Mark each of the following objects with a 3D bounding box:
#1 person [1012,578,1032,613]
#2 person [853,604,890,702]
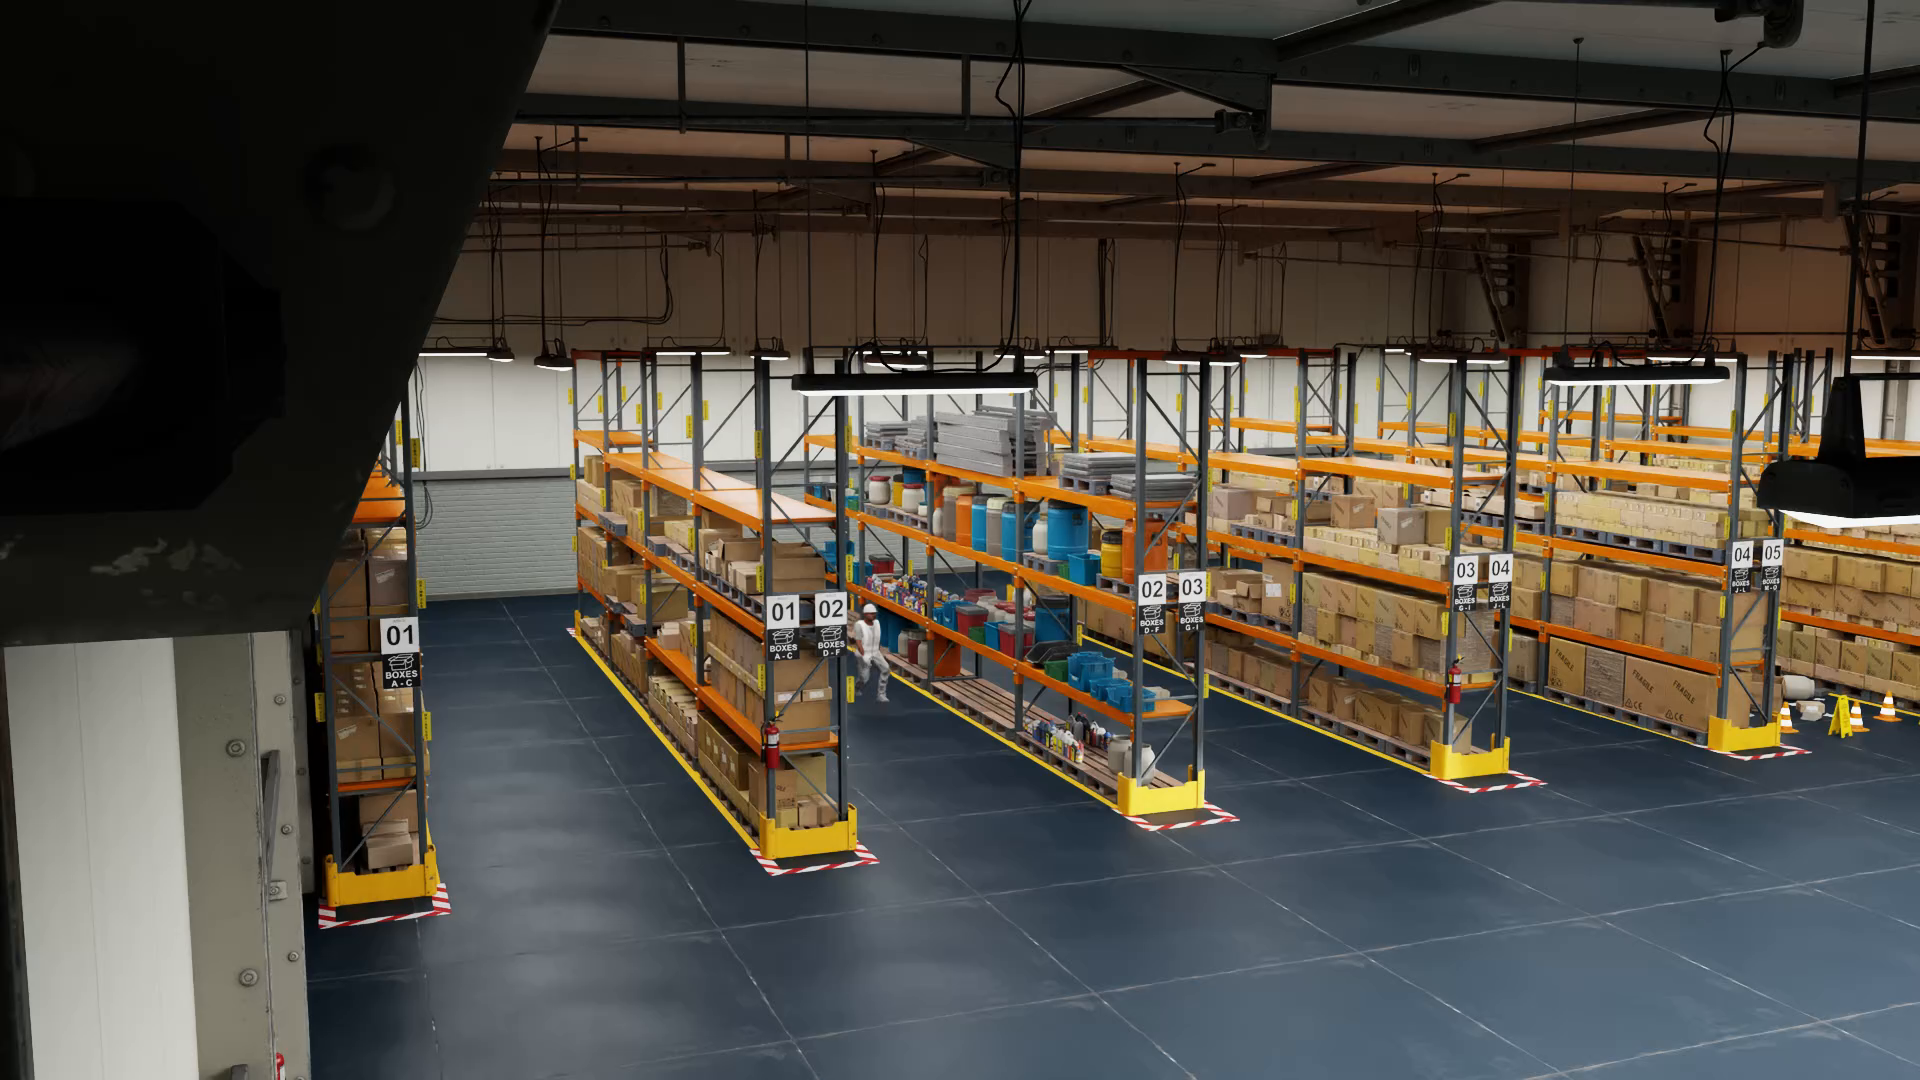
[{"bbox_3d":[1.230,1.477,32.405,0.512,1.575,1.083,-3,8,-24],"label":"person"},{"bbox_3d":[-1.461,1.852,27.475,0.574,1.601,1.003,-5,9,-34],"label":"person"}]
